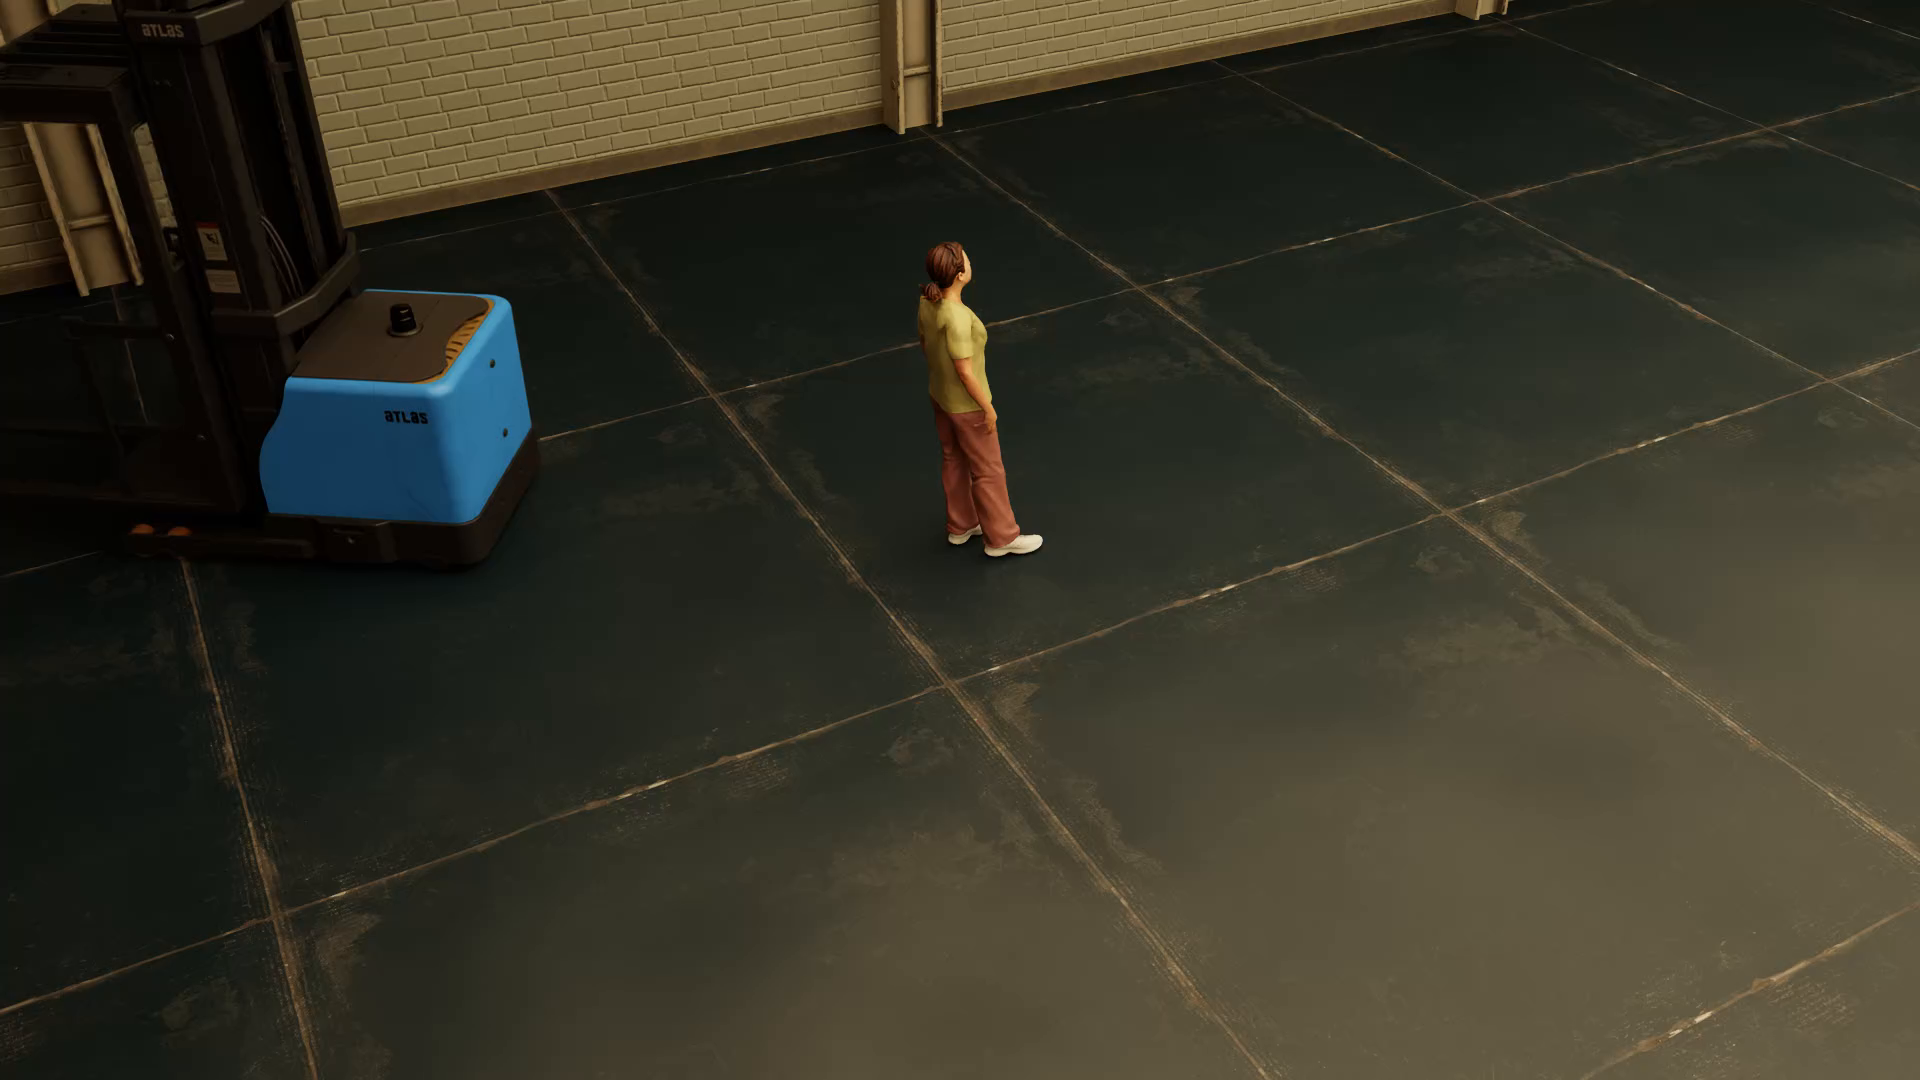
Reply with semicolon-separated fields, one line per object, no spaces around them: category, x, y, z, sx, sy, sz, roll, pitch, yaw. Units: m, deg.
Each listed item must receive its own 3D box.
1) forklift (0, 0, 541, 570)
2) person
forklift;-3.853;-1.398;8.101;3.031;2.935;1.130;3;35;5
person;0.070;-0.704;8.195;0.549;1.675;0.555;-17;39;-23
